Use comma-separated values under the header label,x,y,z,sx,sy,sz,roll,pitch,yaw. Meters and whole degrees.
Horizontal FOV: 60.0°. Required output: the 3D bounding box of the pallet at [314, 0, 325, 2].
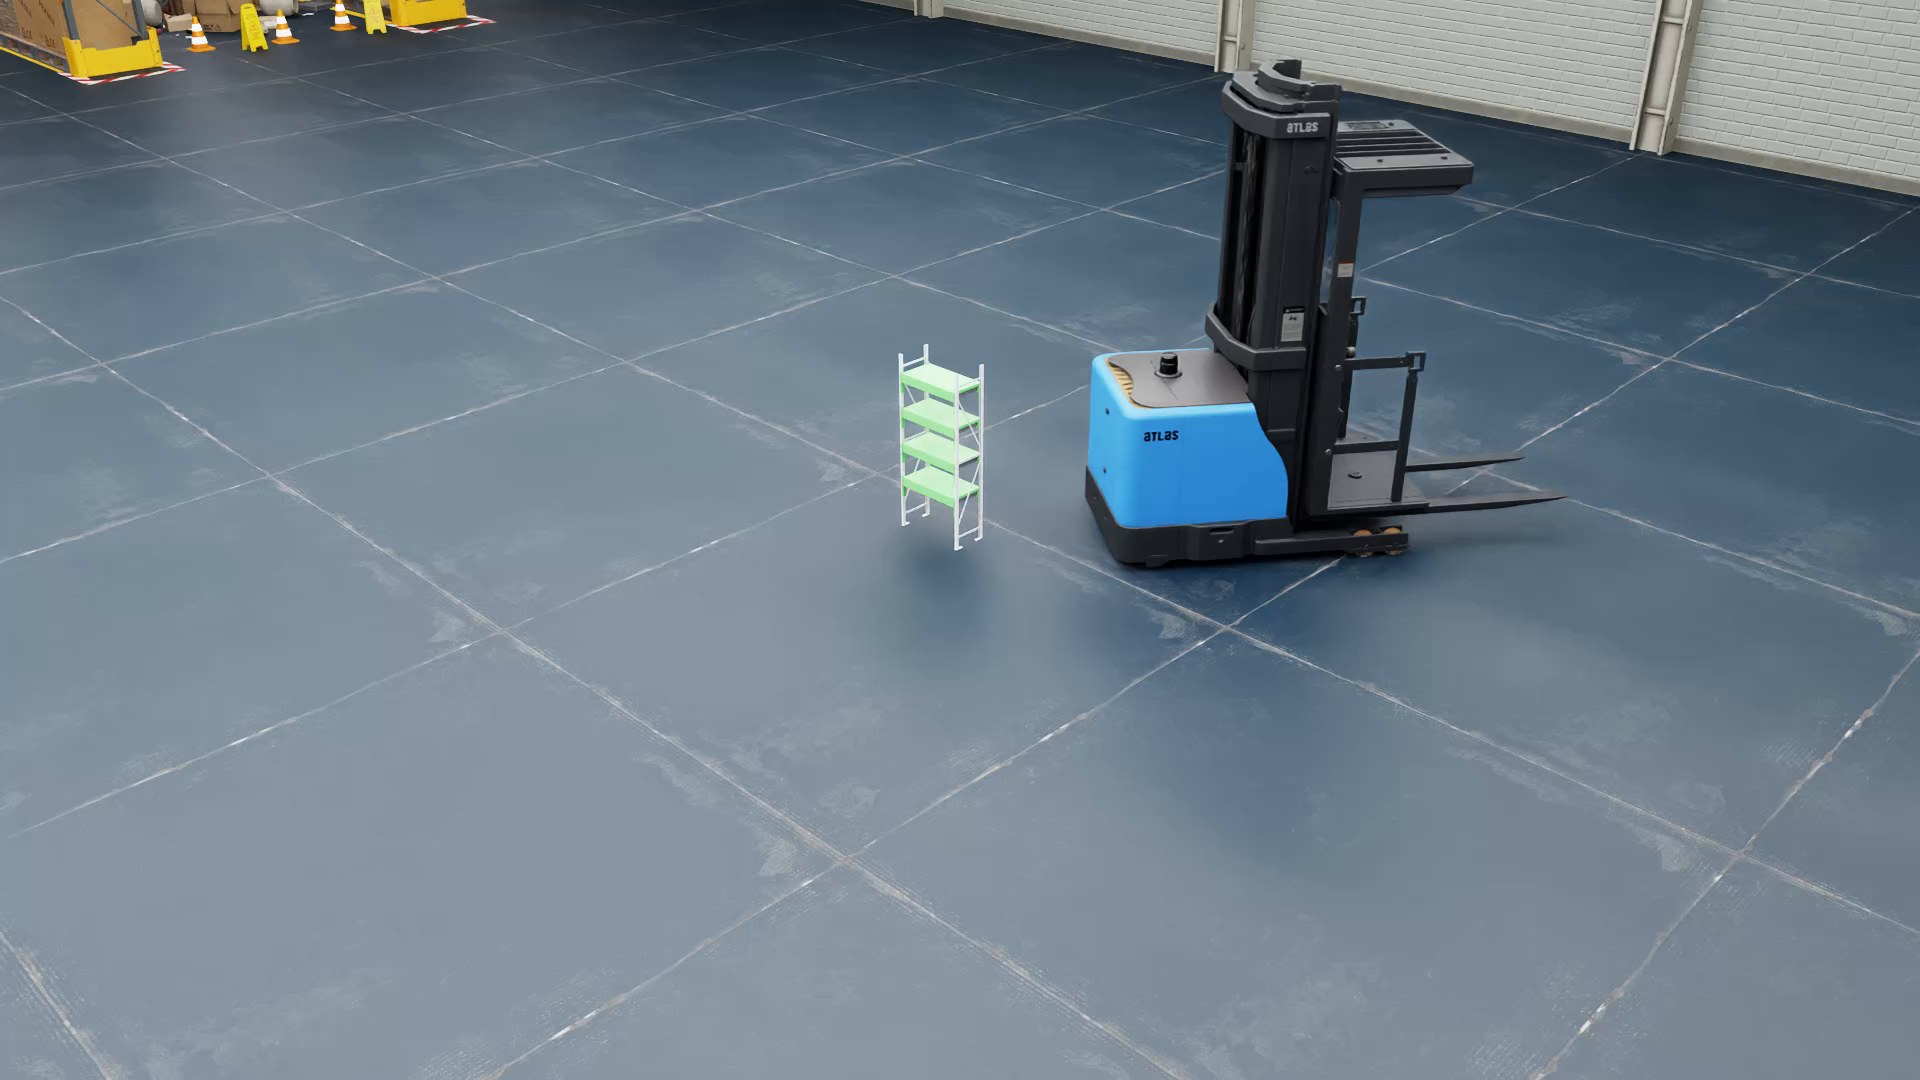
label,x,y,z,sx,sy,sz,roll,pitch,yaw
pallet,-10.733,-9.443,28.475,1.213,0.211,1.003,25,36,38

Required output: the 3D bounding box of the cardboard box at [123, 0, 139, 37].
label,x,y,z,sx,sy,sz,roll,pitch,yaw
cardboard box,-12.809,-7.937,25.299,0.500,0.500,0.500,-18,33,-31

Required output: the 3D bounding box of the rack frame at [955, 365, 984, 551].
label,x,y,z,sx,sy,sz,roll,pitch,yaw
rack frame,0.056,-0.505,10.415,0.015,1.200,0.240,25,36,38

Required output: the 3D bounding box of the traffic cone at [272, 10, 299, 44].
label,x,y,z,sx,sy,sz,roll,pitch,yaw
traffic cone,-10.131,-7.689,24.869,0.334,0.463,0.336,25,36,38

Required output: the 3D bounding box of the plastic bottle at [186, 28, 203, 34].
label,x,y,z,sx,sy,sz,roll,pitch,yaw
plastic bottle,-11.786,-7.819,25.548,0.283,0.061,0.133,12,30,22

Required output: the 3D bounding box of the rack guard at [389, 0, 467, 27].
label,x,y,z,sx,sy,sz,roll,pitch,yaw
rack guard,-8.439,-8.498,26.367,0.348,0.500,1.175,25,36,38

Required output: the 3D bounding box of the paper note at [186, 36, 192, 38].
label,x,y,z,sx,sy,sz,roll,pitch,yaw
paper note,-11.681,-7.650,25.261,0.144,0.017,0.142,-13,30,-22

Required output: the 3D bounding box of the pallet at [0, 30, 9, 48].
label,x,y,z,sx,sy,sz,roll,pitch,yaw
pallet,-14.148,-7.700,25.161,1.213,0.211,1.003,25,36,38

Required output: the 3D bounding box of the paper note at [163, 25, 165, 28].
label,x,y,z,sx,sy,sz,roll,pitch,yaw
paper note,-12.384,-8.055,26.038,0.172,0.023,0.155,-13,30,-22

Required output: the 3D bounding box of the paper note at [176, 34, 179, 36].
label,x,y,z,sx,sy,sz,roll,pitch,yaw
paper note,-11.960,-7.719,25.412,0.032,0.001,0.123,-7,29,-14

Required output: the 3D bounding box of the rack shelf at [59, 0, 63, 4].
label,x,y,z,sx,sy,sz,roll,pitch,yaw
rack shelf,-13.209,-8.238,23.960,4.000,0.370,1.077,25,36,38

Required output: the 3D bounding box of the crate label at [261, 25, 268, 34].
label,x,y,z,sx,sy,sz,roll,pitch,yaw
crate label,-10.735,-7.781,25.394,0.298,0.136,0.250,7,29,13

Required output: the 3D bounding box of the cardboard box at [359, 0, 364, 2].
label,x,y,z,sx,sy,sz,roll,pitch,yaw
cardboard box,-9.513,-8.894,26.938,0.500,0.250,0.500,25,37,39

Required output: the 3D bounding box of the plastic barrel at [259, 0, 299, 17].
label,x,y,z,sx,sy,sz,roll,pitch,yaw
plastic barrel,-10.919,-8.610,26.664,0.512,0.421,0.421,-3,28,-5

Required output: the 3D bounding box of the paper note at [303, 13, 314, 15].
label,x,y,z,sx,sy,sz,roll,pitch,yaw
paper note,-10.543,-8.512,26.898,0.148,0.019,0.142,12,30,22

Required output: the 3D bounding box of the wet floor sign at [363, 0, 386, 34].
label,x,y,z,sx,sy,sz,roll,pitch,yaw
wet floor sign,-8.999,-8.120,25.493,0.267,0.644,0.232,-13,30,-22

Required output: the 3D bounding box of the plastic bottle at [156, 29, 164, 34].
label,x,y,z,sx,sy,sz,roll,pitch,yaw
plastic bottle,-12.354,-7.793,25.498,0.133,0.061,0.283,12,30,22

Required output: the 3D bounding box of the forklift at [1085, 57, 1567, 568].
label,x,y,z,sx,sy,sz,roll,pitch,yaw
forklift,2.397,-1.431,10.315,3.031,2.935,1.130,-4,28,-8

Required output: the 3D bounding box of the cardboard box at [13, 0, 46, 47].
label,x,y,z,sx,sy,sz,roll,pitch,yaw
cardboard box,-12.942,-7.635,23.872,0.875,0.875,0.875,24,36,38

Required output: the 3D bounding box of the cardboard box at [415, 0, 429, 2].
label,x,y,z,sx,sy,sz,roll,pitch,yaw
cardboard box,-8.766,-8.903,26.955,0.500,0.250,0.500,24,36,38

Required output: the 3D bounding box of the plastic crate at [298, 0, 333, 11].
label,x,y,z,sx,sy,sz,roll,pitch,yaw
plastic crate,-10.692,-8.808,27.408,0.583,0.080,0.402,12,30,22

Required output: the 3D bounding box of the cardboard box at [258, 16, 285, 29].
label,x,y,z,sx,sy,sz,roll,pitch,yaw
cardboard box,-10.735,-8.074,25.939,0.380,0.149,0.250,-7,29,-14

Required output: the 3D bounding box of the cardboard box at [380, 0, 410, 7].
label,x,y,z,sx,sy,sz,roll,pitch,yaw
cardboard box,-9.167,-8.730,26.627,0.500,0.250,0.500,24,36,38

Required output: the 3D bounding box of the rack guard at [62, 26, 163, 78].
label,x,y,z,sx,sy,sz,roll,pitch,yaw
rack guard,-11.766,-6.789,23.118,0.348,0.500,1.175,25,36,38

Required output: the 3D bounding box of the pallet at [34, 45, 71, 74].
label,x,y,z,sx,sy,sz,roll,pitch,yaw
pallet,-12.408,-6.904,23.647,1.213,0.211,1.003,25,36,38

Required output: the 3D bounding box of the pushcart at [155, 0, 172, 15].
label,x,y,z,sx,sy,sz,roll,pitch,yaw
pushcart,-12.800,-8.951,27.360,0.936,0.377,1.648,12,30,22

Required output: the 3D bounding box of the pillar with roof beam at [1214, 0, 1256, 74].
label,x,y,z,sx,sy,sz,roll,pitch,yaw
pillar with roof beam,0.767,-9.065,18.314,0.400,9.000,9.100,25,36,38

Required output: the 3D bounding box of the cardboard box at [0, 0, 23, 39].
label,x,y,z,sx,sy,sz,roll,pitch,yaw
cardboard box,-13.590,-7.933,24.439,0.875,0.875,0.875,25,37,39

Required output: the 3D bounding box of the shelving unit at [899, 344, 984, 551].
label,x,y,z,sx,sy,sz,roll,pitch,yaw
shelving unit,-0.118,-0.585,10.567,0.503,1.200,0.258,25,36,38

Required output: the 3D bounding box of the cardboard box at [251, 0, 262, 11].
label,x,y,z,sx,sy,sz,roll,pitch,yaw
cardboard box,-11.427,-8.978,27.278,0.500,0.500,0.500,-3,28,-5

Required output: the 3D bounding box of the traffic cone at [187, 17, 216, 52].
label,x,y,z,sx,sy,sz,roll,pitch,yaw
traffic cone,-11.166,-7.425,24.367,0.334,0.463,0.336,25,36,38

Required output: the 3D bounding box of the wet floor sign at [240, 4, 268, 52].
label,x,y,z,sx,sy,sz,roll,pitch,yaw
wet floor sign,-10.374,-7.509,24.331,0.232,0.644,0.267,18,33,30

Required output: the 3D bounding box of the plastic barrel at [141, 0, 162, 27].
label,x,y,z,sx,sy,sz,roll,pitch,yaw
plastic barrel,-12.751,-8.207,25.897,0.512,0.421,0.421,-3,28,-5

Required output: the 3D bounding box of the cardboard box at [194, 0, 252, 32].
label,x,y,z,sx,sy,sz,roll,pitch,yaw
cardboard box,-11.412,-8.207,25.811,0.637,0.503,0.797,2,28,4

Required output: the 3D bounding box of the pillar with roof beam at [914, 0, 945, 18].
label,x,y,z,sx,sy,sz,roll,pitch,yaw
pillar with roof beam,-3.512,-11.023,22.037,0.400,9.000,9.100,25,36,38

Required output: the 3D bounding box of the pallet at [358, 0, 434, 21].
label,x,y,z,sx,sy,sz,roll,pitch,yaw
pallet,-8.993,-8.647,26.961,1.213,0.211,1.003,25,36,38

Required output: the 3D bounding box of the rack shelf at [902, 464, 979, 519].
label,x,y,z,sx,sy,sz,roll,pitch,yaw
rack shelf,-0.118,-0.316,10.708,0.480,0.148,0.258,25,36,38

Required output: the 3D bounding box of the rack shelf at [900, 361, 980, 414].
label,x,y,z,sx,sy,sz,roll,pitch,yaw
rack shelf,-0.118,-0.953,10.373,0.480,0.148,0.258,25,36,38

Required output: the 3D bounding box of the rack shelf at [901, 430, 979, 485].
label,x,y,z,sx,sy,sz,roll,pitch,yaw
rack shelf,-0.118,-0.529,10.597,0.480,0.148,0.258,25,36,38

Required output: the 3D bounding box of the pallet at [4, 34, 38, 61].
label,x,y,z,sx,sy,sz,roll,pitch,yaw
pallet,-13.274,-7.302,24.404,1.213,0.211,1.003,25,36,38

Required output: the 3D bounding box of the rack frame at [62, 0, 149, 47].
label,x,y,z,sx,sy,sz,roll,pitch,yaw
rack frame,-11.783,-7.903,22.551,0.127,3.000,1.000,25,36,38

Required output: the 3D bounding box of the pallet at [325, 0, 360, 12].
label,x,y,z,sx,sy,sz,roll,pitch,yaw
pallet,-9.859,-9.045,27.717,1.213,0.211,1.003,25,36,38

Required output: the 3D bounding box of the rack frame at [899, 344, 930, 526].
label,x,y,z,sx,sy,sz,roll,pitch,yaw
rack frame,-0.292,-0.665,10.718,0.015,1.200,0.240,25,36,38

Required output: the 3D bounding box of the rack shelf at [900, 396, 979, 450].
label,x,y,z,sx,sy,sz,roll,pitch,yaw
rack shelf,-0.118,-0.741,10.485,0.480,0.148,0.258,25,36,38

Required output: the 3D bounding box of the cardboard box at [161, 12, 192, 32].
label,x,y,z,sx,sy,sz,roll,pitch,yaw
cardboard box,-12.118,-8.049,25.765,0.396,0.266,0.258,-18,33,-31

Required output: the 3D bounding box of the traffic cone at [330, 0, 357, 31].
label,x,y,z,sx,sy,sz,roll,pitch,yaw
traffic cone,-9.596,-8.169,25.781,0.334,0.463,0.336,25,36,38

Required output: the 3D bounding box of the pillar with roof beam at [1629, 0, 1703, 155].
label,x,y,z,sx,sy,sz,roll,pitch,yaw
pillar with roof beam,5.045,-7.107,14.591,0.400,9.000,9.100,25,36,38

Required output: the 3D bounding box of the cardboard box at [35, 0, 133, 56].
label,x,y,z,sx,sy,sz,roll,pitch,yaw
cardboard box,-12.313,-7.348,23.327,0.875,0.875,0.875,25,37,39

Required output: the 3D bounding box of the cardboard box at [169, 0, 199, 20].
label,x,y,z,sx,sy,sz,roll,pitch,yaw
cardboard box,-12.085,-8.570,26.355,0.503,0.637,0.797,25,36,38
